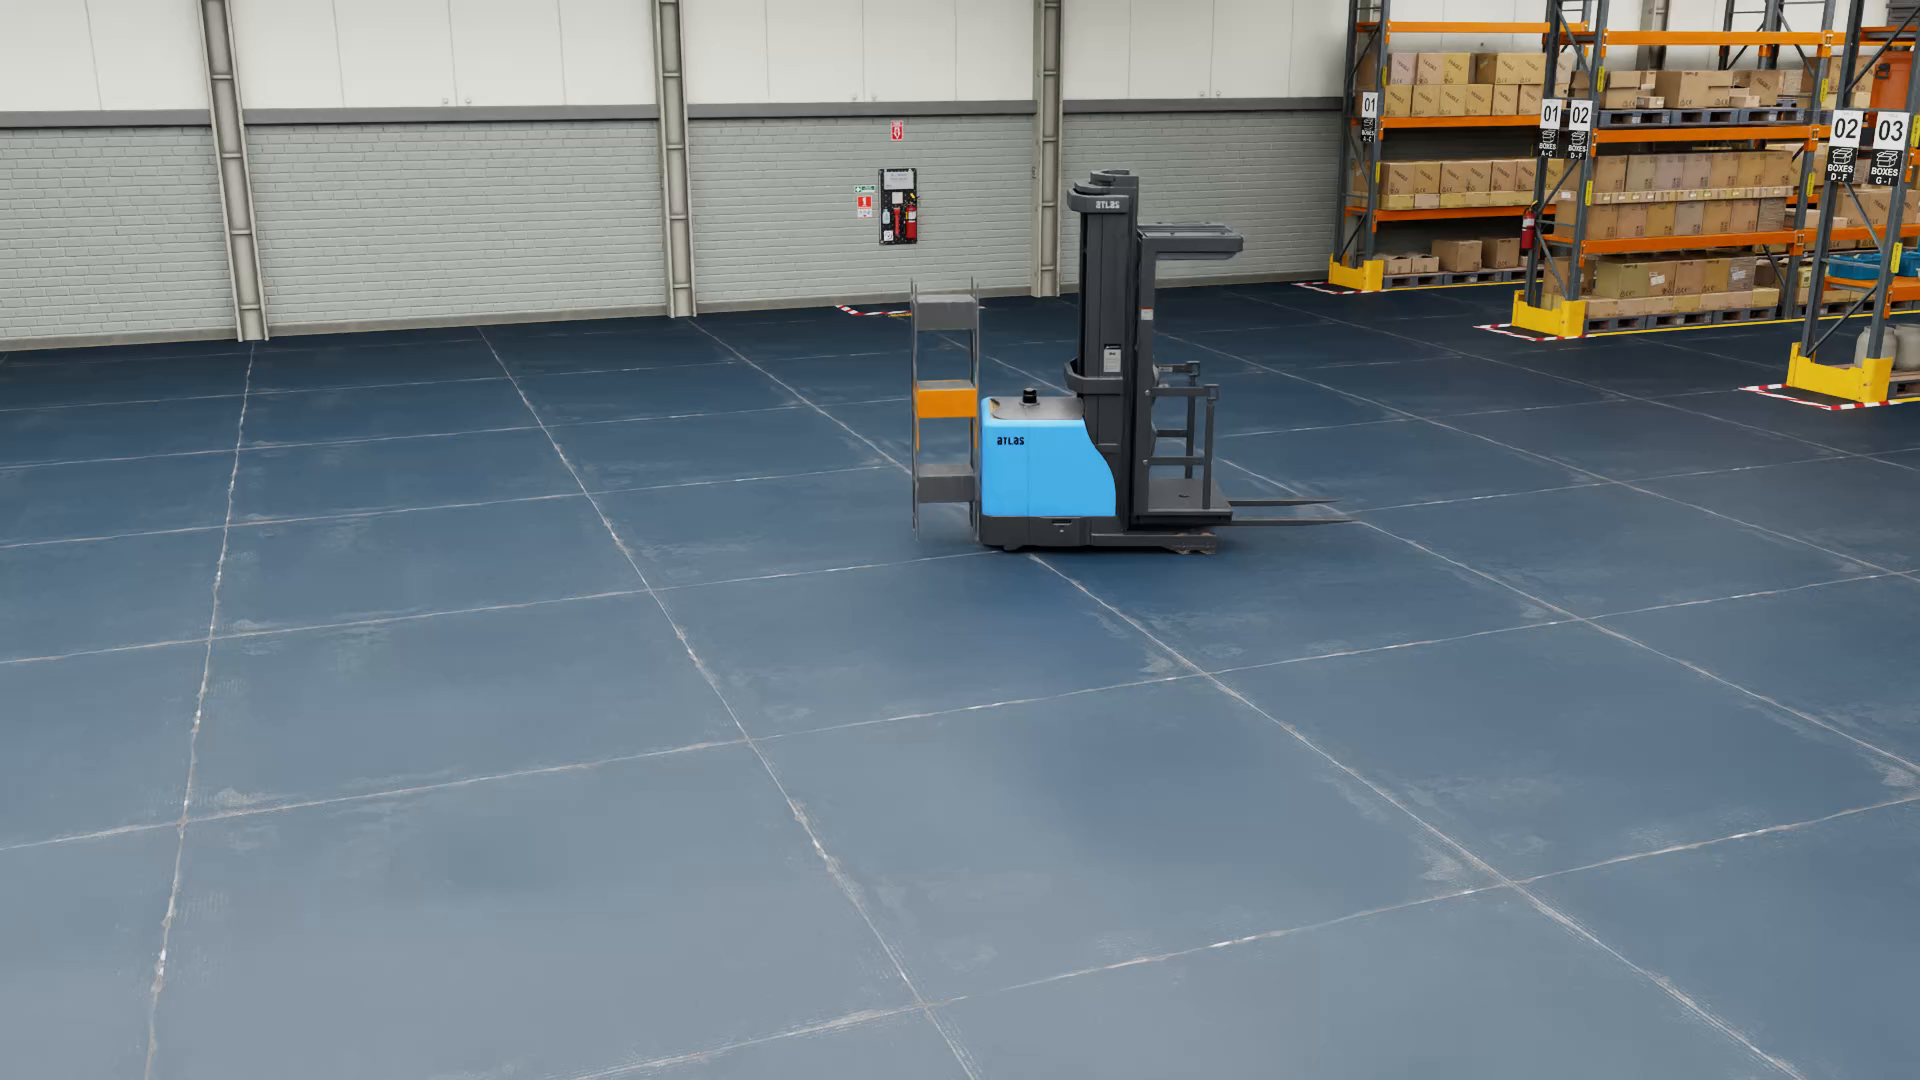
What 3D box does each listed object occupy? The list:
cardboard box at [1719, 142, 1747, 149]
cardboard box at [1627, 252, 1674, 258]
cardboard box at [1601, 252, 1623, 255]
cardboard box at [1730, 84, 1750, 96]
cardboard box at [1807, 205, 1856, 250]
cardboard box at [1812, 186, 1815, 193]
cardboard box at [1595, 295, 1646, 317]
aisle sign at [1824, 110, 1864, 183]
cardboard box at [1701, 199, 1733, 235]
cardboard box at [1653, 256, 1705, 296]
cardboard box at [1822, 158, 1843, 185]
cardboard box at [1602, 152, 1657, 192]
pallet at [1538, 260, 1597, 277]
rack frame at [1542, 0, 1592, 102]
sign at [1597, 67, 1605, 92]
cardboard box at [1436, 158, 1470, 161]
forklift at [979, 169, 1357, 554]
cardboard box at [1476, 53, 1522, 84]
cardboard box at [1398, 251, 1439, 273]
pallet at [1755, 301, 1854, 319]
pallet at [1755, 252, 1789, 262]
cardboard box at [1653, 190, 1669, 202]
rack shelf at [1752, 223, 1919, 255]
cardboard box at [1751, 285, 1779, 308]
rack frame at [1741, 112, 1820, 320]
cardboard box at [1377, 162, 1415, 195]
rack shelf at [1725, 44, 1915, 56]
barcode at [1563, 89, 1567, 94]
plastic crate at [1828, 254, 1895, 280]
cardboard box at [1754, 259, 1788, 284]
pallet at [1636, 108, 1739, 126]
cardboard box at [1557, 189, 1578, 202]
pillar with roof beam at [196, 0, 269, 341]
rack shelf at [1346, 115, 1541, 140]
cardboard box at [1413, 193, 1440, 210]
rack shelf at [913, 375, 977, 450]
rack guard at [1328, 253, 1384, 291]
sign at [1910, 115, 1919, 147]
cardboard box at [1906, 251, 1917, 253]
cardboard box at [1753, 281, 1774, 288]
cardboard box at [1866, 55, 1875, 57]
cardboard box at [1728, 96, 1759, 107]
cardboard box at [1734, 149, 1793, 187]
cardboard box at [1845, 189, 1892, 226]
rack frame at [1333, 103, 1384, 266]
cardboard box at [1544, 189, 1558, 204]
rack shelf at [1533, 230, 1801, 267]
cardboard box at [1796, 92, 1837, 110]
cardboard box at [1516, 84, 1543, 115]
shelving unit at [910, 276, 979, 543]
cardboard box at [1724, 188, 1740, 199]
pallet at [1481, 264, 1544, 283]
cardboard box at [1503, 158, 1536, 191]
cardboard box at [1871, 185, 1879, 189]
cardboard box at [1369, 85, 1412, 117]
[{"bbox_3d":[14.449,-7.231,30.828,0.500,0.250,0.500,-6,17,-19],"label":"cardboard box"},{"bbox_3d":[10.214,-3.977,24.621,0.500,0.500,0.500,-6,17,-20],"label":"cardboard box"},{"bbox_3d":[11.529,-5.310,30.011,0.500,0.500,0.700,-7,18,-21],"label":"cardboard box"},{"bbox_3d":[11.090,-6.480,24.183,0.500,0.311,0.500,-7,18,-23],"label":"cardboard box"},{"bbox_3d":[16.464,-5.941,31.574,0.750,0.750,0.750,-6,17,-18],"label":"cardboard box"},{"bbox_3d":[15.700,-6.556,31.009,0.250,0.149,0.380,-6,17,-19],"label":"cardboard box"},{"bbox_3d":[9.470,-3.377,23.909,0.500,0.250,0.500,-6,17,-20],"label":"cardboard box"},{"bbox_3d":[10.020,-4.462,18.857,0.004,0.787,0.394,-6,17,-20],"label":"aisle sign"},{"bbox_3d":[10.787,-4.748,24.266,0.500,0.500,0.700,-6,17,-19],"label":"cardboard box"},{"bbox_3d":[10.406,-3.836,24.141,0.500,0.500,0.500,-6,17,-20],"label":"cardboard box"},{"bbox_3d":[16.103,-6.894,31.010,0.500,0.500,0.500,-6,17,-19],"label":"cardboard box"},{"bbox_3d":[9.403,-5.222,23.576,0.500,0.500,0.700,-7,18,-22],"label":"cardboard box"},{"bbox_3d":[11.110,-4.895,29.893,1.213,0.211,1.003,-6,17,-20],"label":"pallet"},{"bbox_3d":[10.383,-9.033,28.386,0.127,3.000,1.000,-6,17,-20],"label":"rack frame"},{"bbox_3d":[8.617,-6.198,22.365,0.005,0.325,0.100,-6,17,-20],"label":"sign"},{"bbox_3d":[8.437,-6.304,28.641,0.500,0.500,0.500,-6,17,-19],"label":"cardboard box"},{"bbox_3d":[1.677,-1.444,13.314,3.031,2.935,1.130,0,16,0],"label":"forklift"},{"bbox_3d":[9.020,-7.895,27.849,0.500,0.500,0.500,-7,18,-22],"label":"cardboard box"},{"bbox_3d":[7.859,-4.775,28.527,0.500,0.311,0.500,-5,17,-15],"label":"cardboard box"},{"bbox_3d":[12.833,-3.598,25.475,1.213,0.211,1.003,-6,17,-20],"label":"pallet"},{"bbox_3d":[14.882,-5.279,31.200,1.213,0.211,1.003,-6,17,-20],"label":"pallet"},{"bbox_3d":[9.831,-4.894,23.613,0.250,0.149,0.380,-7,18,-22],"label":"cardboard box"},{"bbox_3d":[14.027,-4.708,25.582,4.000,0.370,1.077,-6,17,-20],"label":"rack shelf"},{"bbox_3d":[11.804,-3.629,24.767,0.500,0.250,0.500,-6,17,-20],"label":"cardboard box"},{"bbox_3d":[12.159,-4.851,24.794,0.127,3.000,1.000,-6,17,-20],"label":"rack frame"},{"bbox_3d":[7.201,-6.017,27.665,0.500,0.500,0.500,-6,17,-20],"label":"cardboard box"},{"bbox_3d":[15.986,-9.100,30.604,4.000,0.370,1.077,-6,17,-20],"label":"rack shelf"},{"bbox_3d":[8.533,-6.323,23.452,0.075,0.075,0.001,-6,17,-20],"label":"barcode"},{"bbox_3d":[10.553,-3.202,19.442,0.616,0.251,0.499,-6,17,-20],"label":"plastic crate"},{"bbox_3d":[12.435,-4.119,25.439,0.500,0.311,0.500,-6,17,-20],"label":"cardboard box"},{"bbox_3d":[10.235,-6.033,23.653,1.213,0.211,1.003,-6,17,-20],"label":"pallet"},{"bbox_3d":[8.713,-4.896,23.617,0.250,0.149,0.380,-6,18,-21],"label":"cardboard box"},{"bbox_3d":[-8.276,-5.980,17.991,0.400,9.000,9.100,-6,17,-20],"label":"pillar with roof beam"},{"bbox_3d":[8.516,-7.046,28.223,4.000,0.370,1.077,-6,17,-20],"label":"rack shelf"},{"bbox_3d":[7.697,-5.710,27.950,0.500,0.250,0.500,-7,18,-22],"label":"cardboard box"},{"bbox_3d":[-0.125,-1.031,13.431,0.480,0.518,0.431,-2,16,-6],"label":"rack shelf"},{"bbox_3d":[6.719,-4.559,28.236,0.348,0.500,1.175,-6,17,-20],"label":"rack guard"},{"bbox_3d":[10.386,-4.443,18.063,0.005,0.325,0.100,-6,17,-20],"label":"sign"},{"bbox_3d":[15.300,-4.430,26.500,0.500,0.311,0.500,-6,17,-18],"label":"cardboard box"},{"bbox_3d":[12.443,-3.851,25.524,0.500,0.250,0.500,-6,18,-21],"label":"cardboard box"},{"bbox_3d":[16.985,-8.965,31.189,0.500,0.250,0.500,-5,17,-16],"label":"cardboard box"},{"bbox_3d":[11.131,-6.245,23.669,0.250,0.149,0.380,-6,17,-20],"label":"cardboard box"},{"bbox_3d":[11.747,-5.475,24.439,0.500,0.500,0.700,-6,17,-20],"label":"cardboard box"},{"bbox_3d":[13.842,-5.076,25.382,0.500,0.500,0.500,-6,17,-20],"label":"cardboard box"},{"bbox_3d":[6.648,-5.751,27.858,0.127,3.000,1.000,-6,17,-20],"label":"rack frame"},{"bbox_3d":[10.049,-5.964,28.815,0.500,0.250,0.500,-6,17,-20],"label":"cardboard box"},{"bbox_3d":[10.292,-4.304,24.209,4.000,0.370,1.077,-6,17,-20],"label":"rack shelf"},{"bbox_3d":[12.738,-6.479,24.536,0.500,0.250,0.500,-4,17,-14],"label":"cardboard box"},{"bbox_3d":[9.523,-7.487,28.235,0.500,0.500,0.500,-8,18,-25],"label":"cardboard box"},{"bbox_3d":[-0.125,-1.044,13.427,0.503,2.100,0.431,-2,16,-6],"label":"shelving unit"},{"bbox_3d":[11.031,-5.024,24.056,0.250,0.149,0.380,-6,17,-20],"label":"cardboard box"},{"bbox_3d":[9.769,-4.739,29.362,1.213,0.211,1.003,-6,17,-20],"label":"pallet"},{"bbox_3d":[9.588,-6.271,28.528,0.500,0.500,0.500,-6,17,-20],"label":"cardboard box"},{"bbox_3d":[17.154,-6.695,31.484,0.250,0.149,0.380,-6,17,-18],"label":"cardboard box"},{"bbox_3d":[7.050,-7.216,27.309,0.500,0.500,0.500,-6,17,-19],"label":"cardboard box"}]
